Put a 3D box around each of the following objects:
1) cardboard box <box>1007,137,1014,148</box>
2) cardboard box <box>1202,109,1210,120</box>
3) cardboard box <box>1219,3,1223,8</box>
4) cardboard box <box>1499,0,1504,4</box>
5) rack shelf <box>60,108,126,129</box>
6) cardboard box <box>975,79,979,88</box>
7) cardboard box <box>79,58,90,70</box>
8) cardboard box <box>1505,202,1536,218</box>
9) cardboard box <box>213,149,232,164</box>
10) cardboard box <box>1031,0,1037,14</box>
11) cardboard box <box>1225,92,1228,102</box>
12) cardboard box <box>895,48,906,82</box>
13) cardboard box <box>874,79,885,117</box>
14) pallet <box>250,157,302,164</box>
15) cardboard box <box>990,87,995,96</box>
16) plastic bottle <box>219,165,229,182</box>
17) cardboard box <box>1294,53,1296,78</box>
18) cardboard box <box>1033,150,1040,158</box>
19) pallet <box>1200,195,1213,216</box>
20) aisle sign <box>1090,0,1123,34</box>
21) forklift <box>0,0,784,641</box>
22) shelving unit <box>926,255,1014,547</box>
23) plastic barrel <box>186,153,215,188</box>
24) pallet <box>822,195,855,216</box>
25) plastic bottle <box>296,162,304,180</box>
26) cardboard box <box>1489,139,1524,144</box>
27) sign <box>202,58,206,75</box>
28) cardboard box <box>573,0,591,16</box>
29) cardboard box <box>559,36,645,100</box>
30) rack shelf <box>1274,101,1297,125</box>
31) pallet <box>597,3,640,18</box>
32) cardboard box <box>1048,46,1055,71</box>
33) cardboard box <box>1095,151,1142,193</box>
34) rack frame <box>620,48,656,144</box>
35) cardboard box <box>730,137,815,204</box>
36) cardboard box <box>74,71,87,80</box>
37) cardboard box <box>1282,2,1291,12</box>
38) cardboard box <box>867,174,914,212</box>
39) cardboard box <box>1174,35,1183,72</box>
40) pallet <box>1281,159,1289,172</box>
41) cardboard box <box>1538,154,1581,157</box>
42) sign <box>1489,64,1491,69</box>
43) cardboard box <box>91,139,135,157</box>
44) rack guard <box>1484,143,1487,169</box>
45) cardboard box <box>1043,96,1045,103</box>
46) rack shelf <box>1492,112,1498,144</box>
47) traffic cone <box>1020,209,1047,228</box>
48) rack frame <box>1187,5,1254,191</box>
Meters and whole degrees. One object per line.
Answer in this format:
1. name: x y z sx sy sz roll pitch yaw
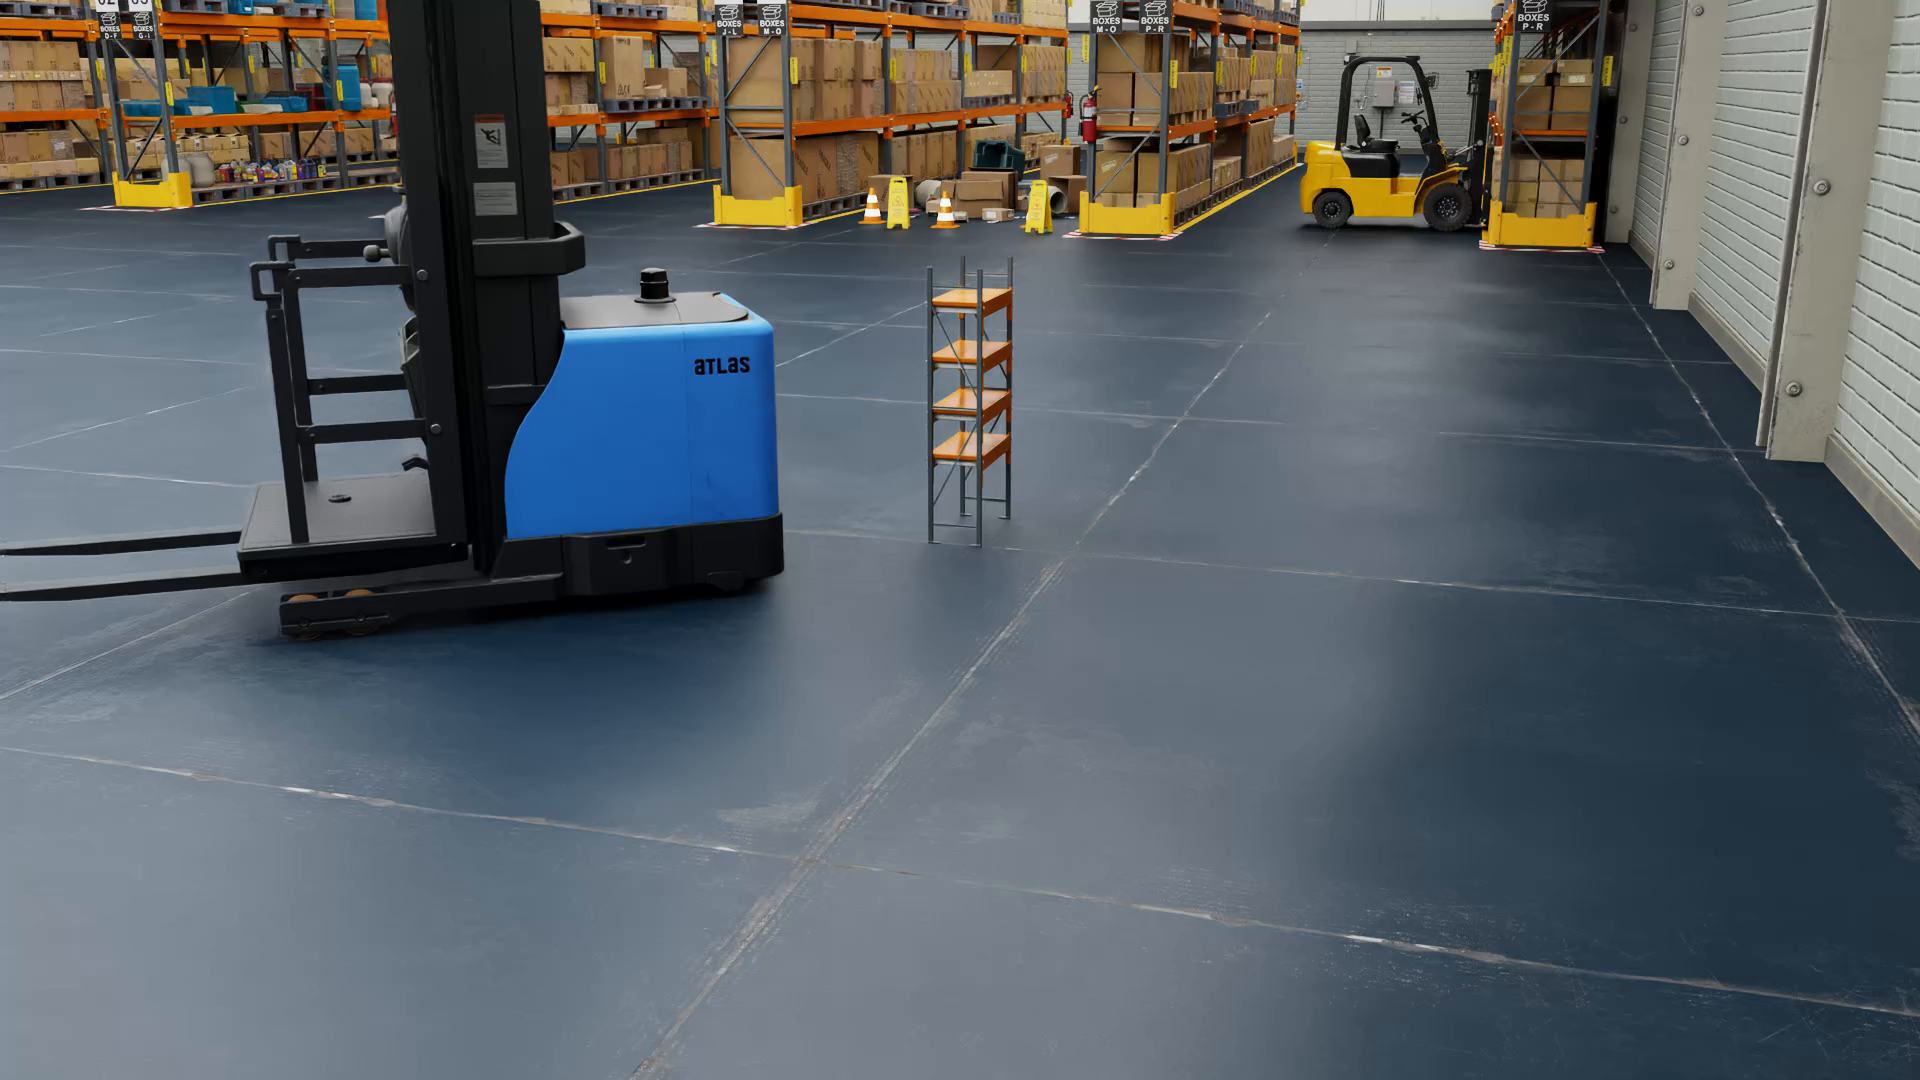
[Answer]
1. cardboard box: 0.754 -7.608 32.466 0.500 0.500 0.500 4 16 15
2. cardboard box: 3.361 -6.077 23.717 0.380 0.149 0.250 5 17 17
3. cardboard box: 3.955 -8.509 26.146 0.797 0.503 0.637 5 16 16
4. cardboard box: 9.379 -9.201 28.282 0.380 0.149 0.250 5 17 17
5. rack shelf: -15.206 -8.086 31.659 1.077 0.370 4.000 5 16 16
6. cardboard box: 0.135 -8.317 30.302 0.380 0.149 0.250 5 17 16
7. cardboard box: -18.860 -10.140 35.441 0.500 0.250 0.500 4 16 15
8. cardboard box: 6.678 -3.967 20.089 0.500 0.250 0.500 5 17 16
9. cardboard box: -14.696 -7.543 32.695 0.500 0.250 0.500 4 16 15
10. cardboard box: 1.236 -10.670 33.314 0.500 0.250 0.500 5 16 16
11. cardboard box: 3.884 -6.781 25.431 0.380 0.149 0.250 5 17 17
12. cardboard box: -1.271 -7.523 26.339 0.700 0.500 0.500 4 16 15
13. cardboard box: -1.644 -6.703 25.191 0.875 0.550 0.550 5 16 16
14. pallet: -14.389 -7.806 34.464 1.003 0.211 1.213 5 16 16
15. cardboard box: 0.433 -8.442 31.288 0.380 0.149 0.250 5 17 18
16. plastic bottle: -11.963 -5.957 27.019 0.152 0.276 0.135 5 17 16
17. cardboard box: 6.726 -9.895 34.703 0.500 0.500 0.500 5 17 18
18. cardboard box: 1.464 -8.065 34.721 0.380 0.149 0.250 4 16 14
19. pallet: 3.067 -4.851 24.046 1.003 0.211 1.213 5 16 16
20. aisle sign: 1.792 -6.582 20.272 0.394 0.787 0.004 5 16 16
21. forklift: -2.277 -1.205 6.208 3.031 2.935 1.130 -5 17 -18
22. shelving unit: 0.047 -0.621 7.318 0.258 1.200 0.503 5 16 16
23. plastic barrel: -11.907 -5.792 26.041 0.421 0.512 0.421 0 16 0
24. pallet: -2.187 -4.874 24.126 1.003 0.211 1.213 5 16 16
25. plastic bottle: -10.994 -6.142 27.657 0.061 0.283 0.133 6 17 20
26. cardboard box: 10.554 -7.481 32.020 0.700 0.500 0.500 4 16 14
27. sign: -15.160 -9.514 33.398 0.100 0.325 0.005 5 16 16
28. cardboard box: -6.157 -8.371 26.123 0.500 0.250 0.500 5 17 18
29. cardboard box: -5.917 -7.827 27.559 1.000 1.000 1.000 5 17 16
30. rack shelf: 6.066 -8.641 33.617 1.077 0.370 4.000 5 16 16
31. pallet: -6.000 -8.646 27.161 1.213 0.211 1.003 5 16 16
32. cardboard box: 1.685 -10.132 34.993 0.500 0.500 0.500 6 17 19
33. cardboard box: 2.065 -4.794 21.631 0.500 0.500 0.500 5 17 16
34. rack frame: -7.616 -10.663 39.427 1.000 3.000 0.127 5 16 16
35. cardboard box: -2.558 -5.044 22.741 0.875 0.875 0.875 5 17 16
36. cardboard box: -15.646 -8.181 29.304 0.380 0.149 0.250 5 16 16
37. cardboard box: 6.593 -11.007 34.464 0.500 0.250 0.500 3 16 11
38. cardboard box: -1.008 -5.042 24.183 0.500 0.500 0.500 8 18 25
39. cardboard box: 2.725 -6.813 23.292 0.700 0.500 0.500 5 17 16
40. pallet: 6.133 -7.636 33.863 1.003 0.211 1.213 5 16 16
41. cardboard box: 7.456 -4.673 20.745 0.500 0.250 0.500 5 16 16
42. sign: 10.874 -9.585 34.040 0.100 0.325 0.005 5 16 16
43. cardboard box: -15.418 -7.147 30.270 0.500 0.311 0.500 5 16 16
44. rack guard: 11.373 -7.904 34.281 1.175 0.500 0.348 5 16 16
45. cardboard box: 1.587 -9.310 35.115 0.380 0.149 0.250 4 16 14
46. rack shelf: 8.553 -6.164 24.884 1.077 0.370 4.000 5 16 16
47. traffic cone: 0.973 -4.317 21.701 0.336 0.463 0.334 5 16 16
48. rack frame: 4.361 -7.418 27.984 1.000 3.000 0.127 5 16 16
